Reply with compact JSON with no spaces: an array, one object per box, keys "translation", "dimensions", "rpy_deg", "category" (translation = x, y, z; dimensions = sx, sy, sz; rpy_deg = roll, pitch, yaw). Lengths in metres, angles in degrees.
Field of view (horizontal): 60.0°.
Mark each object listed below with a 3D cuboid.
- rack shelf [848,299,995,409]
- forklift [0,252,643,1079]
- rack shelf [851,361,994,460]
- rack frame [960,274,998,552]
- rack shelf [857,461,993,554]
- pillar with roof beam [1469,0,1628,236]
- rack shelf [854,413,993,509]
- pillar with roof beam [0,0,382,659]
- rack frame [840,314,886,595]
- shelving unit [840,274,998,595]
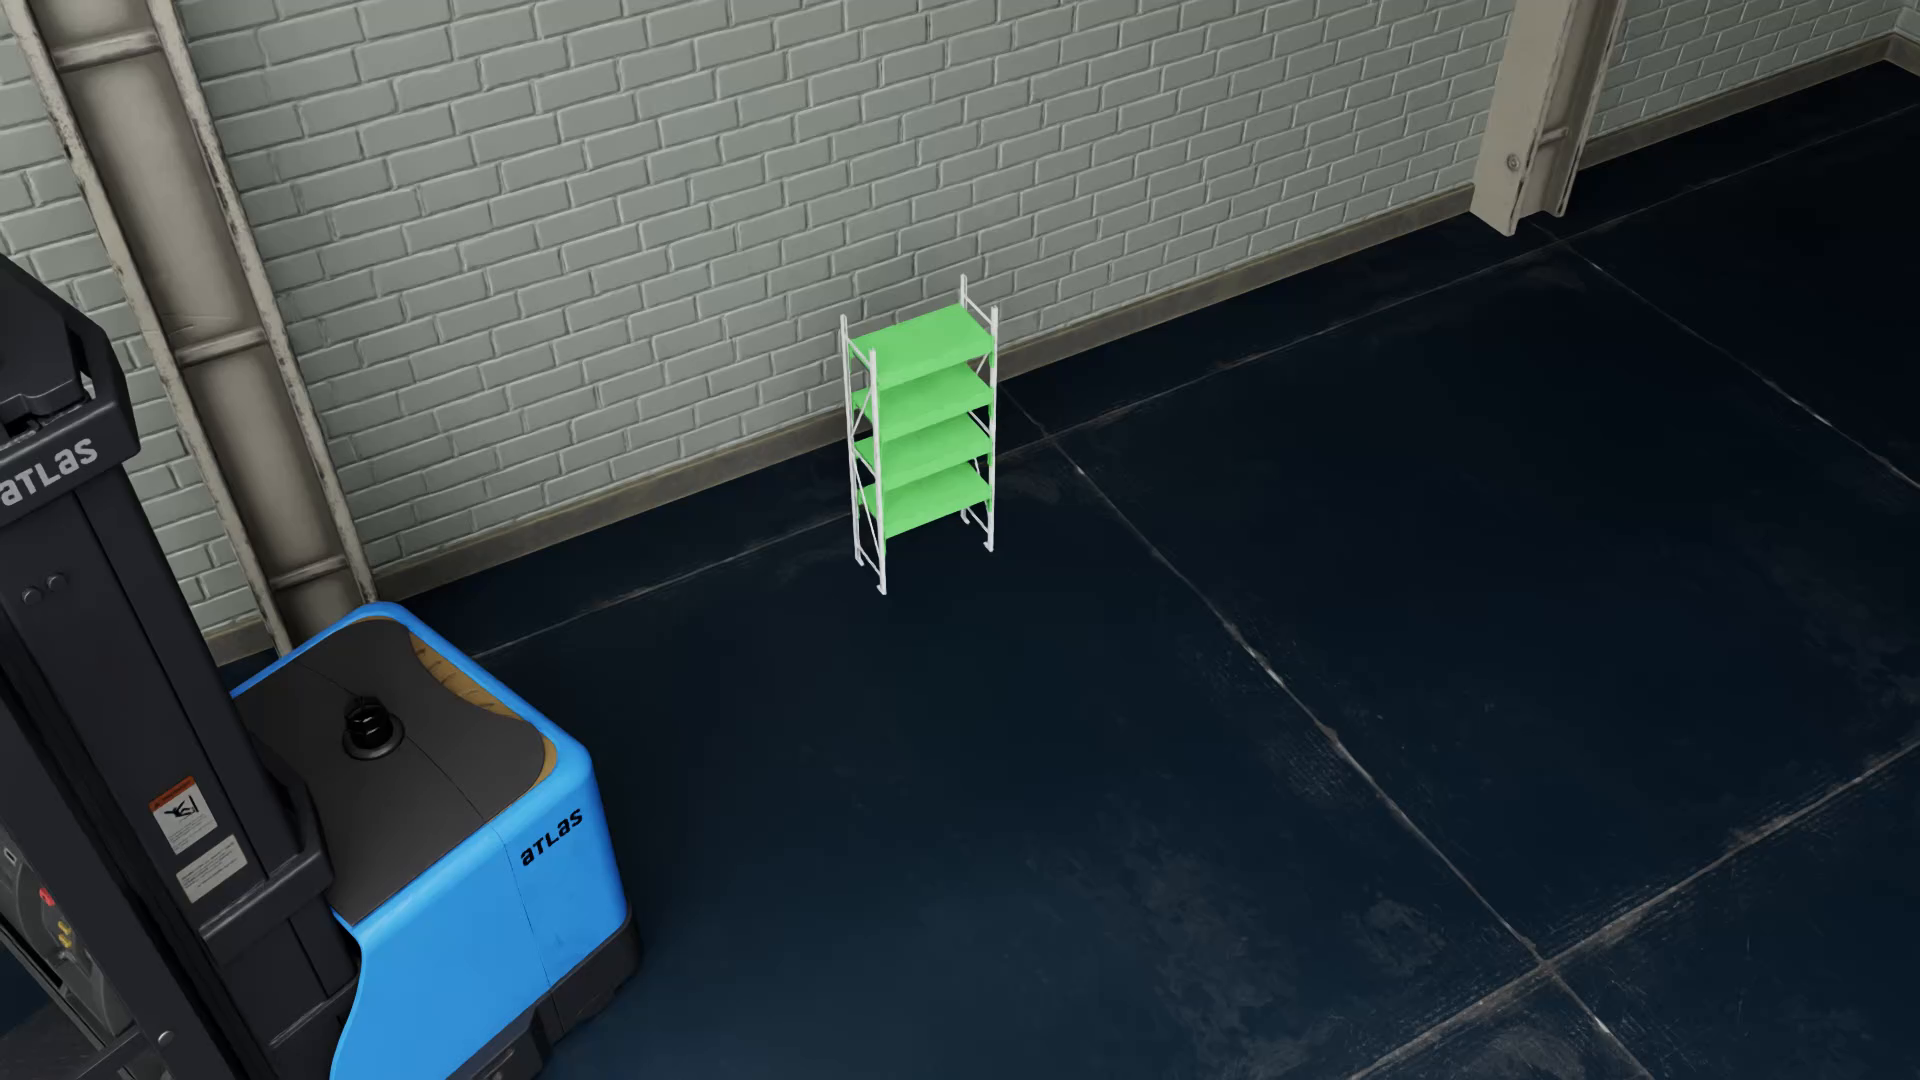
[{"translation":[-0.144,-0.672,5.983],"dimensions":[0.480,0.148,0.258],"rpy_deg":[-22,48,-21],"category":"rack shelf"},{"translation":[-2.344,0.879,3.740],"dimensions":[1.130,2.935,3.031],"rpy_deg":[30,52,28],"category":"forklift"},{"translation":[-0.144,-0.499,6.150],"dimensions":[0.480,0.148,0.258],"rpy_deg":[-22,48,-21],"category":"rack shelf"},{"translation":[0.068,-0.458,6.360],"dimensions":[0.015,1.200,0.240],"rpy_deg":[-22,48,-21],"category":"rack frame"},{"translation":[-0.144,-0.155,6.485],"dimensions":[0.480,0.148,0.258],"rpy_deg":[-22,48,-21],"category":"rack shelf"},{"translation":[4.973,-2.307,2.666],"dimensions":[0.400,9.000,9.100],"rpy_deg":[-22,48,-21],"category":"pillar with roof beam"},{"translation":[-0.144,-0.327,6.317],"dimensions":[0.480,0.148,0.258],"rpy_deg":[-22,48,-21],"category":"rack shelf"},{"translation":[-0.229,-0.225,0.521],"dimensions":[0.400,9.000,9.100],"rpy_deg":[-22,48,-21],"category":"pillar with roof beam"},{"translation":[-0.355,-0.288,6.186],"dimensions":[0.015,1.200,0.240],"rpy_deg":[-22,48,-21],"category":"rack frame"},{"translation":[-0.144,-0.373,6.273],"dimensions":[0.503,1.200,0.258],"rpy_deg":[-22,48,-21],"category":"shelving unit"}]
